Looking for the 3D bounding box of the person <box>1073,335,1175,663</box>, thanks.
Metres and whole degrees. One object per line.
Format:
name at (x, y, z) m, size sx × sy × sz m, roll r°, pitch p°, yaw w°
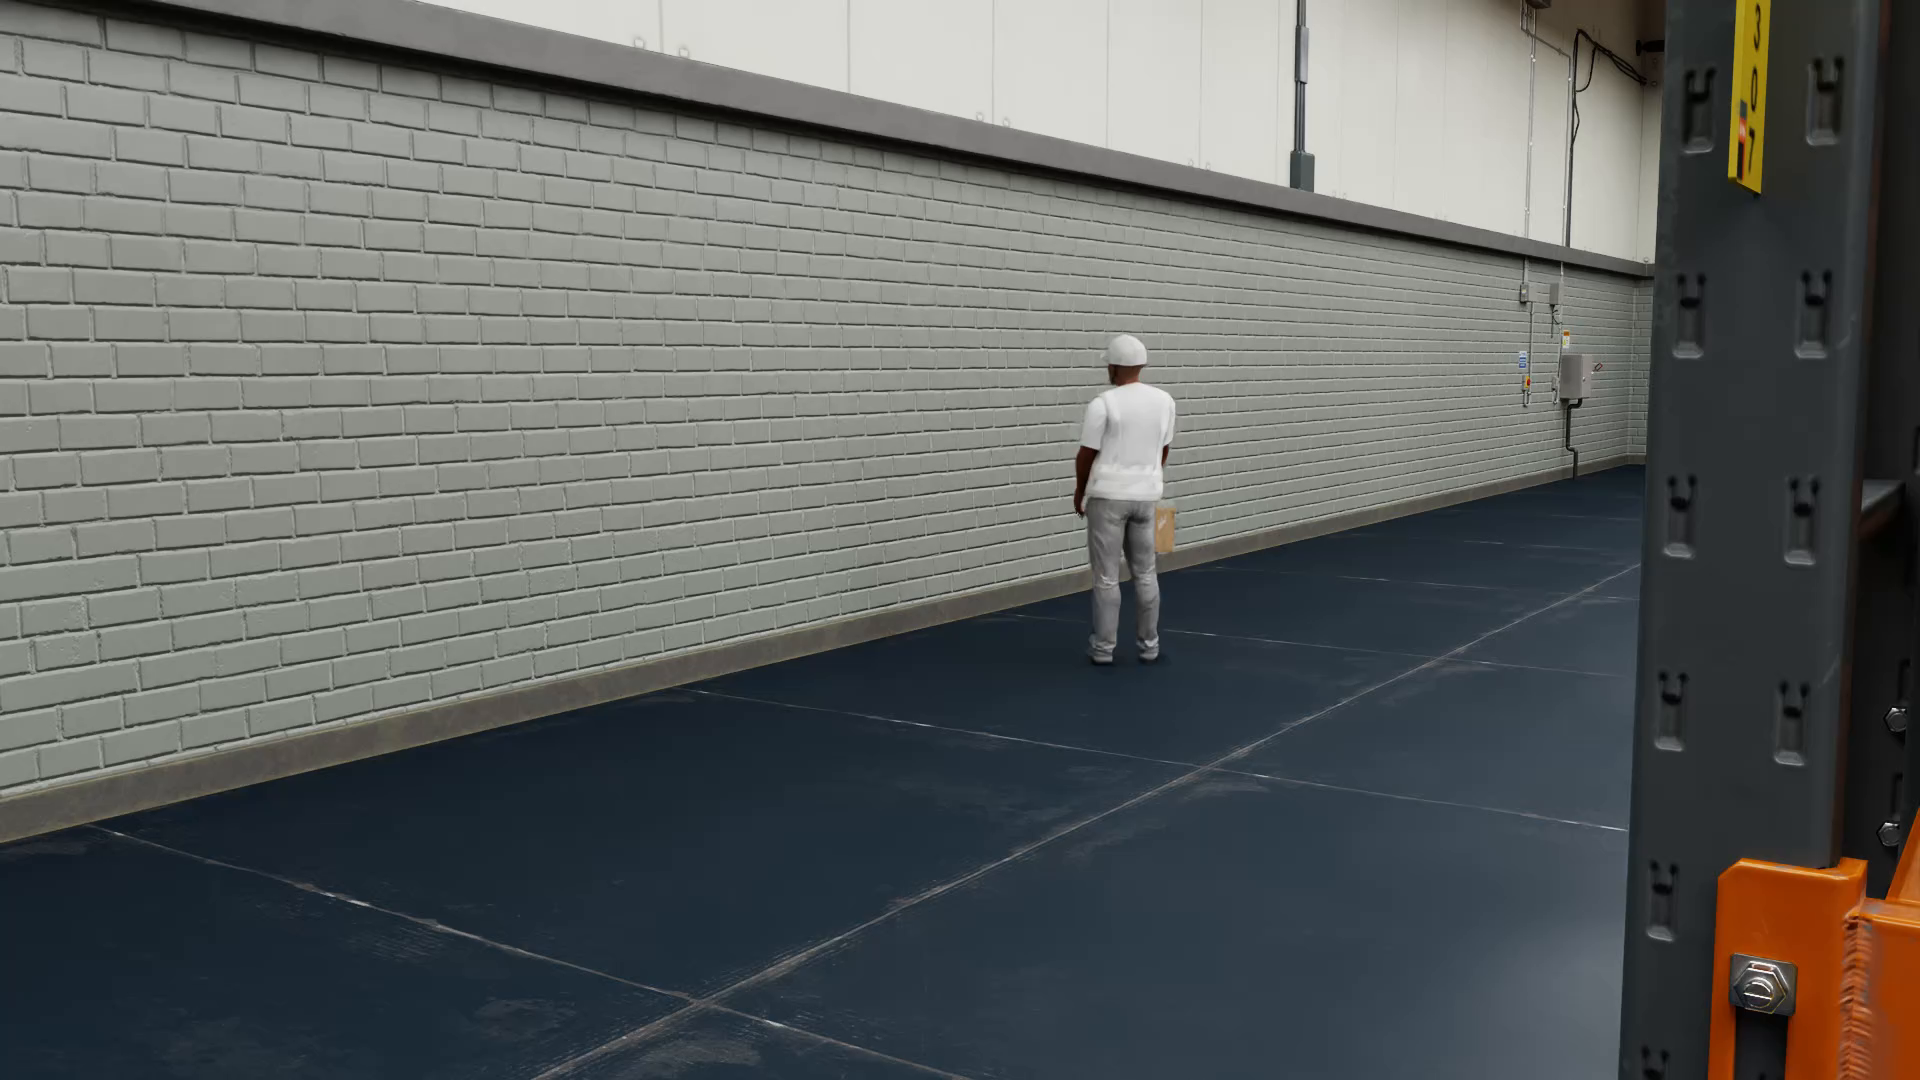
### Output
person at (0.885, -0.223, 9.057) m, size 0.603 × 1.777 × 0.476 m, roll -3°, pitch 7°, yaw -25°
